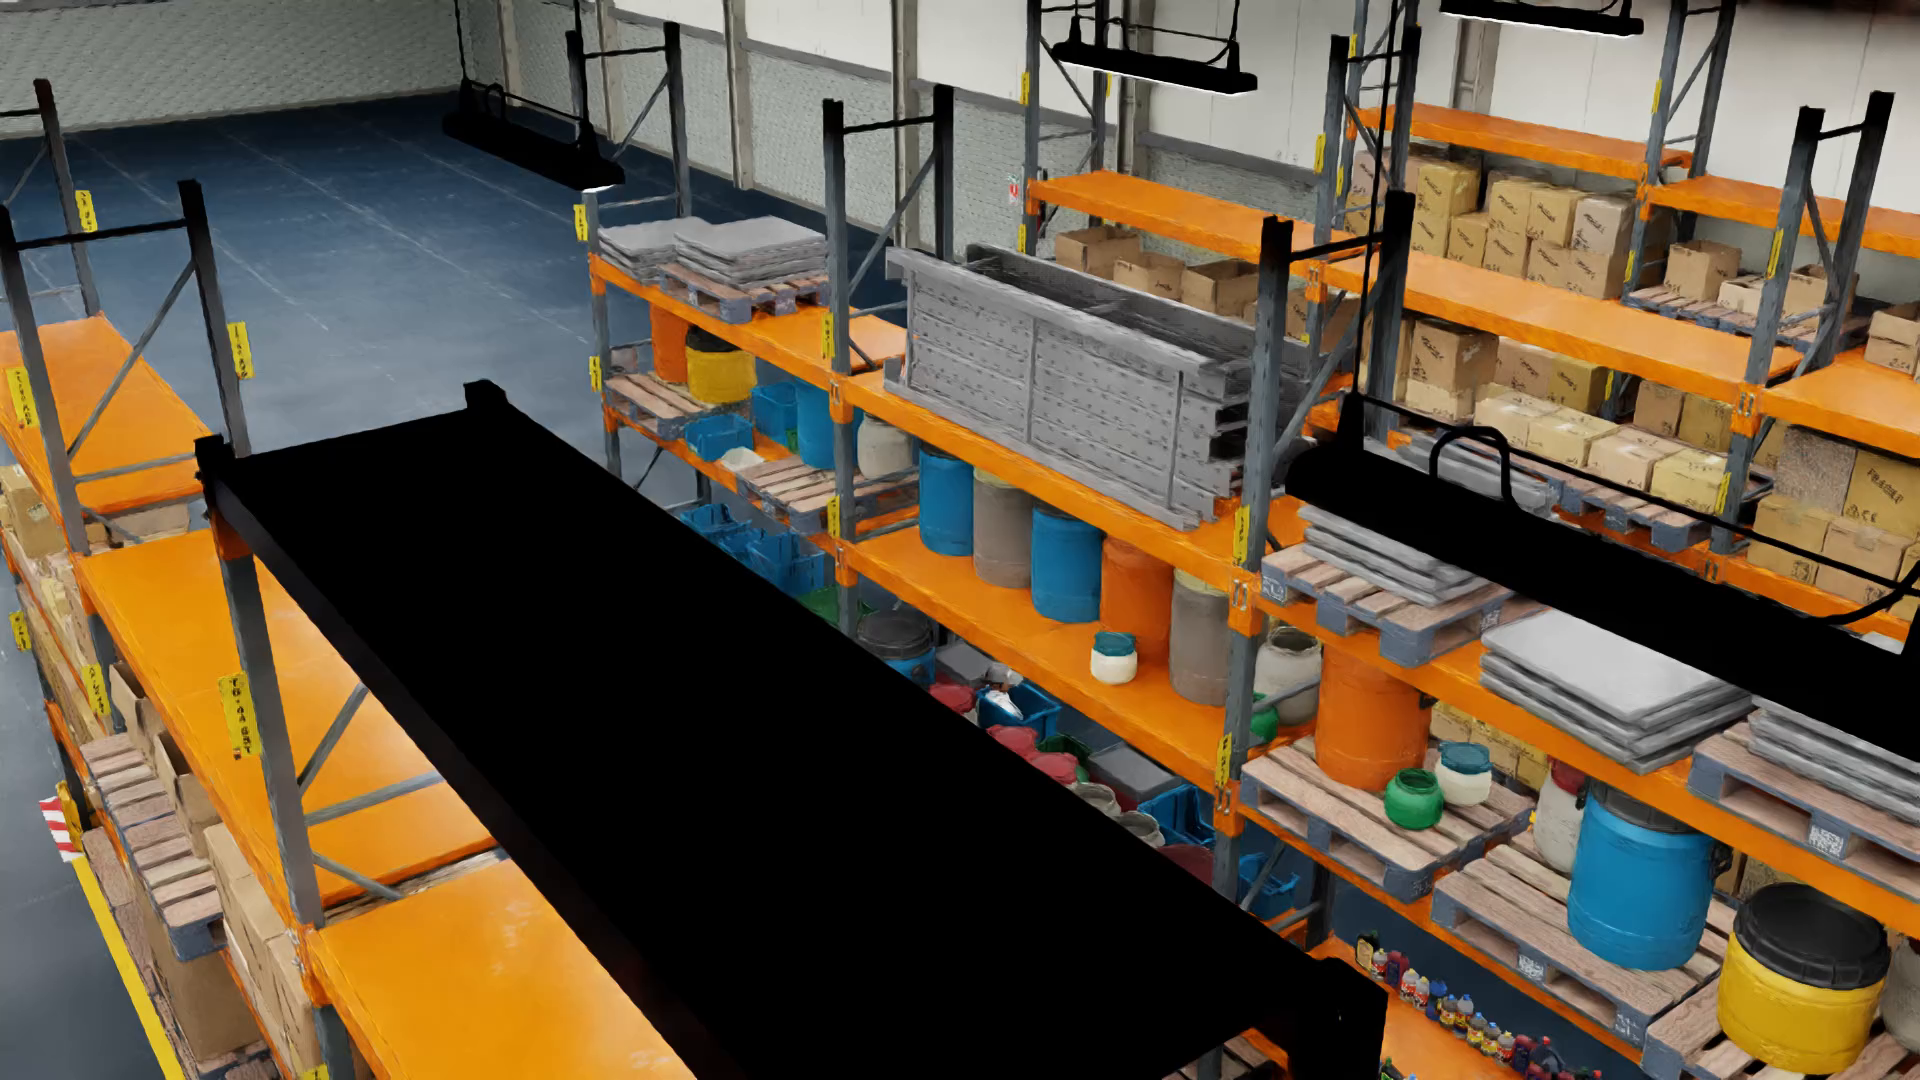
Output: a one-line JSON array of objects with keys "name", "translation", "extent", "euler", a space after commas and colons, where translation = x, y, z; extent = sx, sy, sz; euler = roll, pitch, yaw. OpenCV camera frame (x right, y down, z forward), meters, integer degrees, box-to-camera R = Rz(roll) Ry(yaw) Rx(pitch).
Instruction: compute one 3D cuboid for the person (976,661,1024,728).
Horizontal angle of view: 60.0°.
[{"name": "person", "translation": [0.282, 1.671, 12.862], "extent": [0.482, 1.657, 0.667], "euler": [-11, 27, -23]}]
